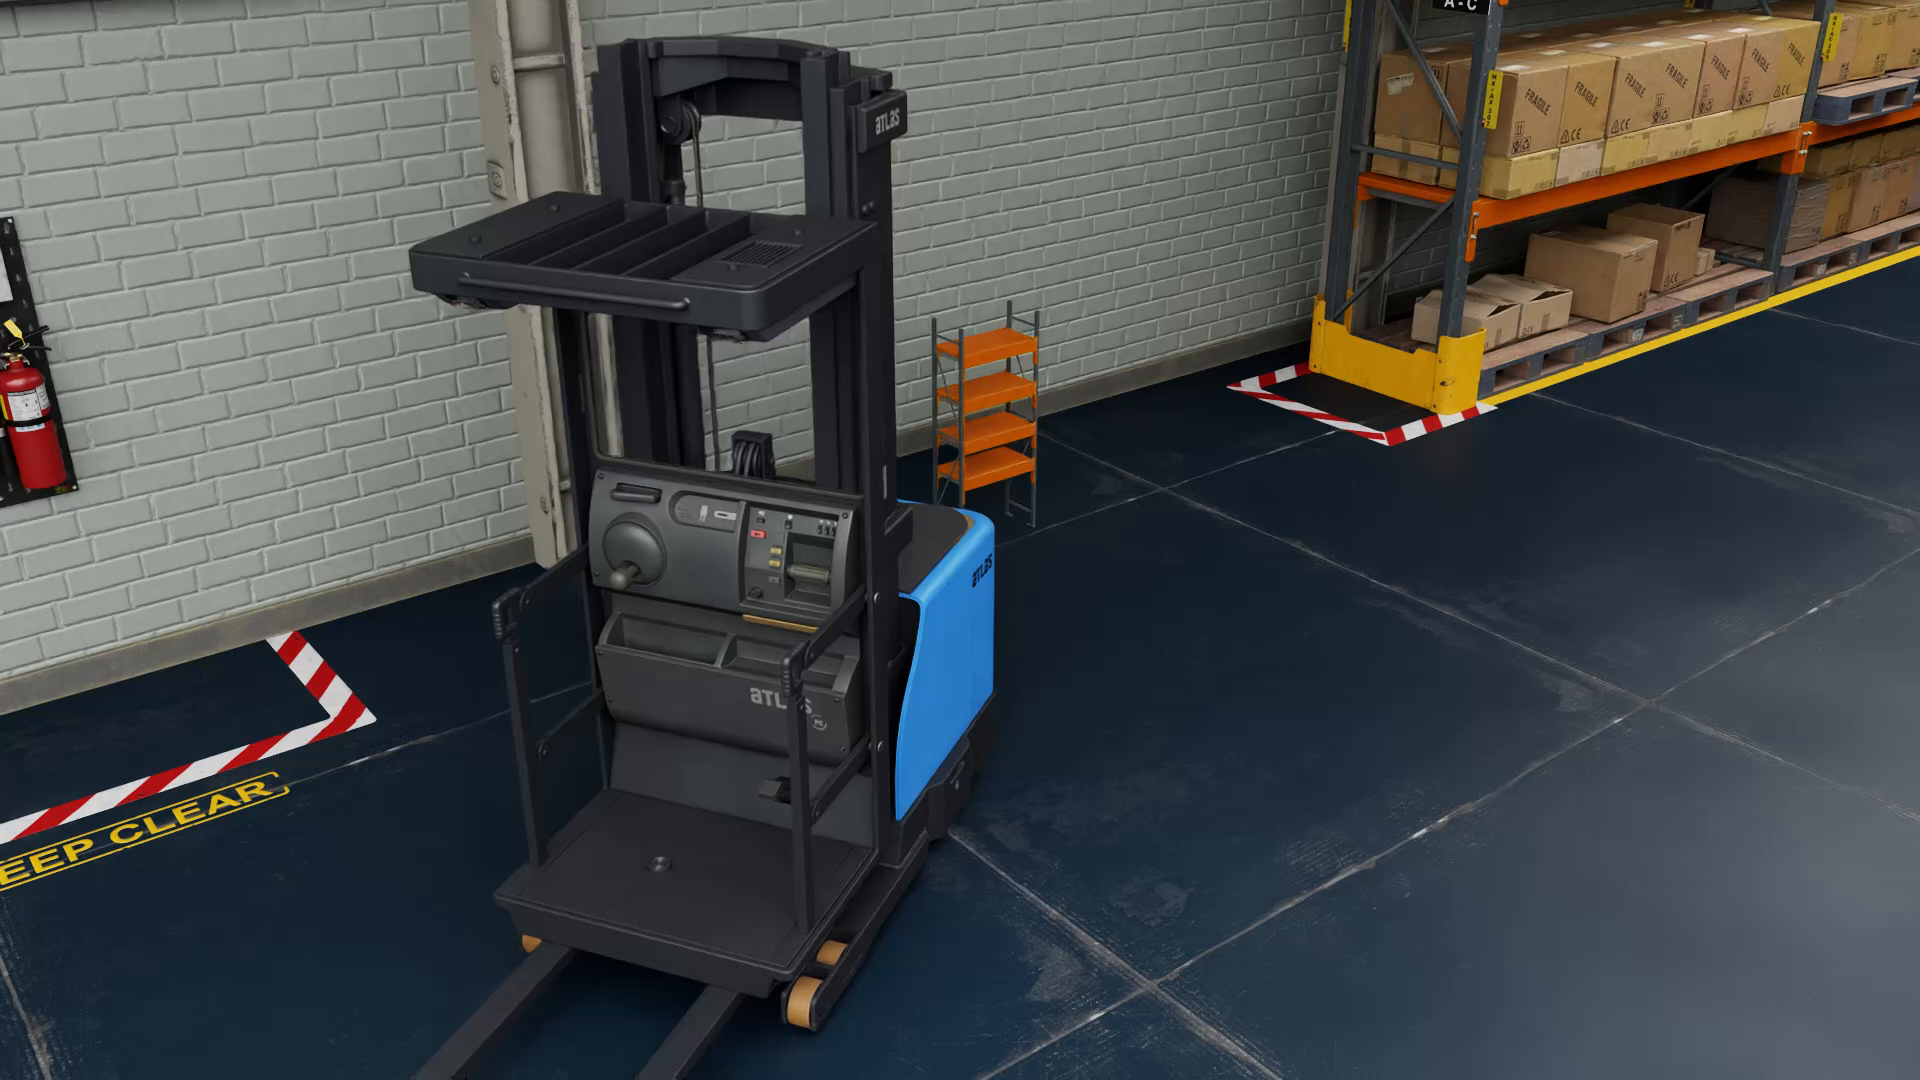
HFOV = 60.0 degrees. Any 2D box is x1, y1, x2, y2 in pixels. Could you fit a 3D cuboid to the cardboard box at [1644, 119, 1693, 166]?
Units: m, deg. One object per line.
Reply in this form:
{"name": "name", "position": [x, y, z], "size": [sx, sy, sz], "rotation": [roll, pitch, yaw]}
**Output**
{"name": "cardboard box", "position": [4.547, -2.716, 11.193], "size": [0.500, 0.250, 0.500], "rotation": [-18, 30, -34]}

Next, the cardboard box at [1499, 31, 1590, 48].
{"name": "cardboard box", "position": [3.810, -3.090, 11.108], "size": [0.500, 0.500, 0.500], "rotation": [-19, 31, -35]}

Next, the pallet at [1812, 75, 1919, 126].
{"name": "pallet", "position": [6.602, -3.455, 12.859], "size": [1.213, 0.211, 1.003], "rotation": [-18, 31, -34]}

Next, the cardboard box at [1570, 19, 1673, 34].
{"name": "cardboard box", "position": [4.607, -3.359, 11.689], "size": [0.500, 0.500, 0.500], "rotation": [-17, 30, -33]}

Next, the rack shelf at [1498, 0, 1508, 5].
{"name": "rack shelf", "position": [4.337, -3.907, 10.896], "size": [4.000, 0.370, 1.077], "rotation": [-18, 31, -34]}

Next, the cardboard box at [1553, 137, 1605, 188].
{"name": "cardboard box", "position": [3.743, -2.455, 10.631], "size": [0.500, 0.250, 0.500], "rotation": [-19, 31, -36]}

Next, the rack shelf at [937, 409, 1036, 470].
{"name": "rack shelf", "position": [0.130, -0.526, 8.618], "size": [0.480, 0.148, 0.258], "rotation": [-18, 31, -34]}

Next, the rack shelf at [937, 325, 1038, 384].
{"name": "rack shelf", "position": [0.130, -0.944, 8.425], "size": [0.480, 0.148, 0.258], "rotation": [-18, 31, -34]}

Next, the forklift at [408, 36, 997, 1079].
{"name": "forklift", "position": [-0.851, 0.046, 5.169], "size": [1.130, 2.935, 3.031], "rotation": [9, 26, 19]}

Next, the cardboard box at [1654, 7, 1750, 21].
{"name": "cardboard box", "position": [5.412, -3.620, 12.251], "size": [0.500, 0.500, 0.500], "rotation": [-19, 31, -35]}

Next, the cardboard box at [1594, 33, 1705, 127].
{"name": "cardboard box", "position": [4.529, -3.054, 11.030], "size": [0.500, 0.500, 0.500], "rotation": [-17, 30, -32]}

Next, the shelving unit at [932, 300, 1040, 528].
{"name": "shelving unit", "position": [0.130, -0.587, 8.590], "size": [0.503, 1.200, 0.258], "rotation": [-18, 31, -34]}

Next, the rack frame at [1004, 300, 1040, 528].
{"name": "rack frame", "position": [0.322, -0.651, 8.727], "size": [0.015, 1.200, 0.240], "rotation": [-18, 31, -34]}

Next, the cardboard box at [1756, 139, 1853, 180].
{"name": "cardboard box", "position": [6.824, -3.110, 13.444], "size": [0.500, 0.250, 0.500], "rotation": [-19, 31, -35]}

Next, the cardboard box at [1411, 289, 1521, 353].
{"name": "cardboard box", "position": [3.363, -1.483, 11.053], "size": [0.500, 0.311, 0.500], "rotation": [-23, 33, -40]}

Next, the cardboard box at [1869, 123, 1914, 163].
{"name": "cardboard box", "position": [7.635, -3.370, 14.004], "size": [0.500, 0.250, 0.500], "rotation": [-18, 31, -34]}

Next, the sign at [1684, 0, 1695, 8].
{"name": "sign", "position": [5.566, -4.100, 12.645], "size": [0.005, 0.325, 0.100], "rotation": [-18, 31, -34]}

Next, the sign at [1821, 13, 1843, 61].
{"name": "sign", "position": [6.252, -3.607, 11.930], "size": [0.005, 0.325, 0.100], "rotation": [-18, 31, -34]}

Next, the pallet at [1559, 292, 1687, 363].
{"name": "pallet", "position": [4.444, -1.622, 11.994], "size": [1.213, 0.211, 1.003], "rotation": [-18, 31, -34]}

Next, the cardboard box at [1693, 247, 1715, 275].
{"name": "cardboard box", "position": [5.509, -2.157, 12.678], "size": [0.380, 0.166, 0.250], "rotation": [22, 33, 39]}

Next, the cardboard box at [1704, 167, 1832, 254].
{"name": "cardboard box", "position": [6.480, -2.654, 13.353], "size": [0.500, 0.500, 0.700], "rotation": [-17, 30, -32]}

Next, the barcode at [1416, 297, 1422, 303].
{"name": "barcode", "position": [3.131, -1.624, 11.346], "size": [0.075, 0.075, 0.001], "rotation": [-18, 31, -34]}

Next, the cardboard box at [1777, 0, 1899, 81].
{"name": "cardboard box", "position": [6.777, -3.900, 12.950], "size": [0.500, 0.500, 0.700], "rotation": [-15, 29, -29]}

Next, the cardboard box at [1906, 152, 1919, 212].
{"name": "cardboard box", "position": [8.047, -3.197, 14.522], "size": [0.500, 0.500, 0.700], "rotation": [-18, 31, -34]}

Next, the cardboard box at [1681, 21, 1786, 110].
{"name": "cardboard box", "position": [5.341, -3.316, 11.596], "size": [0.500, 0.500, 0.500], "rotation": [-18, 31, -34]}

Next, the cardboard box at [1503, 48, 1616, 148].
{"name": "cardboard box", "position": [3.720, -2.783, 10.448], "size": [0.500, 0.500, 0.500], "rotation": [-18, 30, -34]}

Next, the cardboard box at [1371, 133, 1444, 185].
{"name": "cardboard box", "position": [3.012, -2.479, 10.684], "size": [0.500, 0.250, 0.500], "rotation": [-18, 30, -33]}

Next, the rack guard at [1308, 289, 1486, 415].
{"name": "rack guard", "position": [2.823, -1.239, 10.825], "size": [0.348, 0.500, 1.175], "rotation": [-18, 31, -34]}

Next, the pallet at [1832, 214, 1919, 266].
{"name": "pallet", "position": [7.484, -2.648, 14.206], "size": [1.213, 0.211, 1.003], "rotation": [-18, 31, -34]}

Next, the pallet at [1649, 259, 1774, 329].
{"name": "pallet", "position": [5.404, -1.941, 12.681], "size": [1.213, 0.211, 1.003], "rotation": [-18, 31, -34]}

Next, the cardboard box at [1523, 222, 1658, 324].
{"name": "cardboard box", "position": [4.420, -1.890, 11.707], "size": [0.500, 0.500, 0.700], "rotation": [-21, 32, -37]}

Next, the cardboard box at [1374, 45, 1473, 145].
{"name": "cardboard box", "position": [3.003, -2.827, 10.541], "size": [0.500, 0.500, 0.500], "rotation": [-19, 31, -35]}

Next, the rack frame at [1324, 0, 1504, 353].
{"name": "rack frame", "position": [2.763, -2.353, 10.256], "size": [0.127, 3.000, 1.000], "rotation": [-18, 31, -34]}

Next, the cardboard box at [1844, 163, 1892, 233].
{"name": "cardboard box", "position": [7.282, -2.924, 13.934], "size": [0.500, 0.500, 0.700], "rotation": [-18, 30, -33]}

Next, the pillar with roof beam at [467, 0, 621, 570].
{"name": "pillar with roof beam", "position": [0.715, -2.558, 3.571], "size": [0.400, 9.000, 9.100], "rotation": [-18, 31, -34]}

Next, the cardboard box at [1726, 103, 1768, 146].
{"name": "cardboard box", "position": [5.328, -2.983, 11.768], "size": [0.500, 0.250, 0.500], "rotation": [-18, 30, -34]}
